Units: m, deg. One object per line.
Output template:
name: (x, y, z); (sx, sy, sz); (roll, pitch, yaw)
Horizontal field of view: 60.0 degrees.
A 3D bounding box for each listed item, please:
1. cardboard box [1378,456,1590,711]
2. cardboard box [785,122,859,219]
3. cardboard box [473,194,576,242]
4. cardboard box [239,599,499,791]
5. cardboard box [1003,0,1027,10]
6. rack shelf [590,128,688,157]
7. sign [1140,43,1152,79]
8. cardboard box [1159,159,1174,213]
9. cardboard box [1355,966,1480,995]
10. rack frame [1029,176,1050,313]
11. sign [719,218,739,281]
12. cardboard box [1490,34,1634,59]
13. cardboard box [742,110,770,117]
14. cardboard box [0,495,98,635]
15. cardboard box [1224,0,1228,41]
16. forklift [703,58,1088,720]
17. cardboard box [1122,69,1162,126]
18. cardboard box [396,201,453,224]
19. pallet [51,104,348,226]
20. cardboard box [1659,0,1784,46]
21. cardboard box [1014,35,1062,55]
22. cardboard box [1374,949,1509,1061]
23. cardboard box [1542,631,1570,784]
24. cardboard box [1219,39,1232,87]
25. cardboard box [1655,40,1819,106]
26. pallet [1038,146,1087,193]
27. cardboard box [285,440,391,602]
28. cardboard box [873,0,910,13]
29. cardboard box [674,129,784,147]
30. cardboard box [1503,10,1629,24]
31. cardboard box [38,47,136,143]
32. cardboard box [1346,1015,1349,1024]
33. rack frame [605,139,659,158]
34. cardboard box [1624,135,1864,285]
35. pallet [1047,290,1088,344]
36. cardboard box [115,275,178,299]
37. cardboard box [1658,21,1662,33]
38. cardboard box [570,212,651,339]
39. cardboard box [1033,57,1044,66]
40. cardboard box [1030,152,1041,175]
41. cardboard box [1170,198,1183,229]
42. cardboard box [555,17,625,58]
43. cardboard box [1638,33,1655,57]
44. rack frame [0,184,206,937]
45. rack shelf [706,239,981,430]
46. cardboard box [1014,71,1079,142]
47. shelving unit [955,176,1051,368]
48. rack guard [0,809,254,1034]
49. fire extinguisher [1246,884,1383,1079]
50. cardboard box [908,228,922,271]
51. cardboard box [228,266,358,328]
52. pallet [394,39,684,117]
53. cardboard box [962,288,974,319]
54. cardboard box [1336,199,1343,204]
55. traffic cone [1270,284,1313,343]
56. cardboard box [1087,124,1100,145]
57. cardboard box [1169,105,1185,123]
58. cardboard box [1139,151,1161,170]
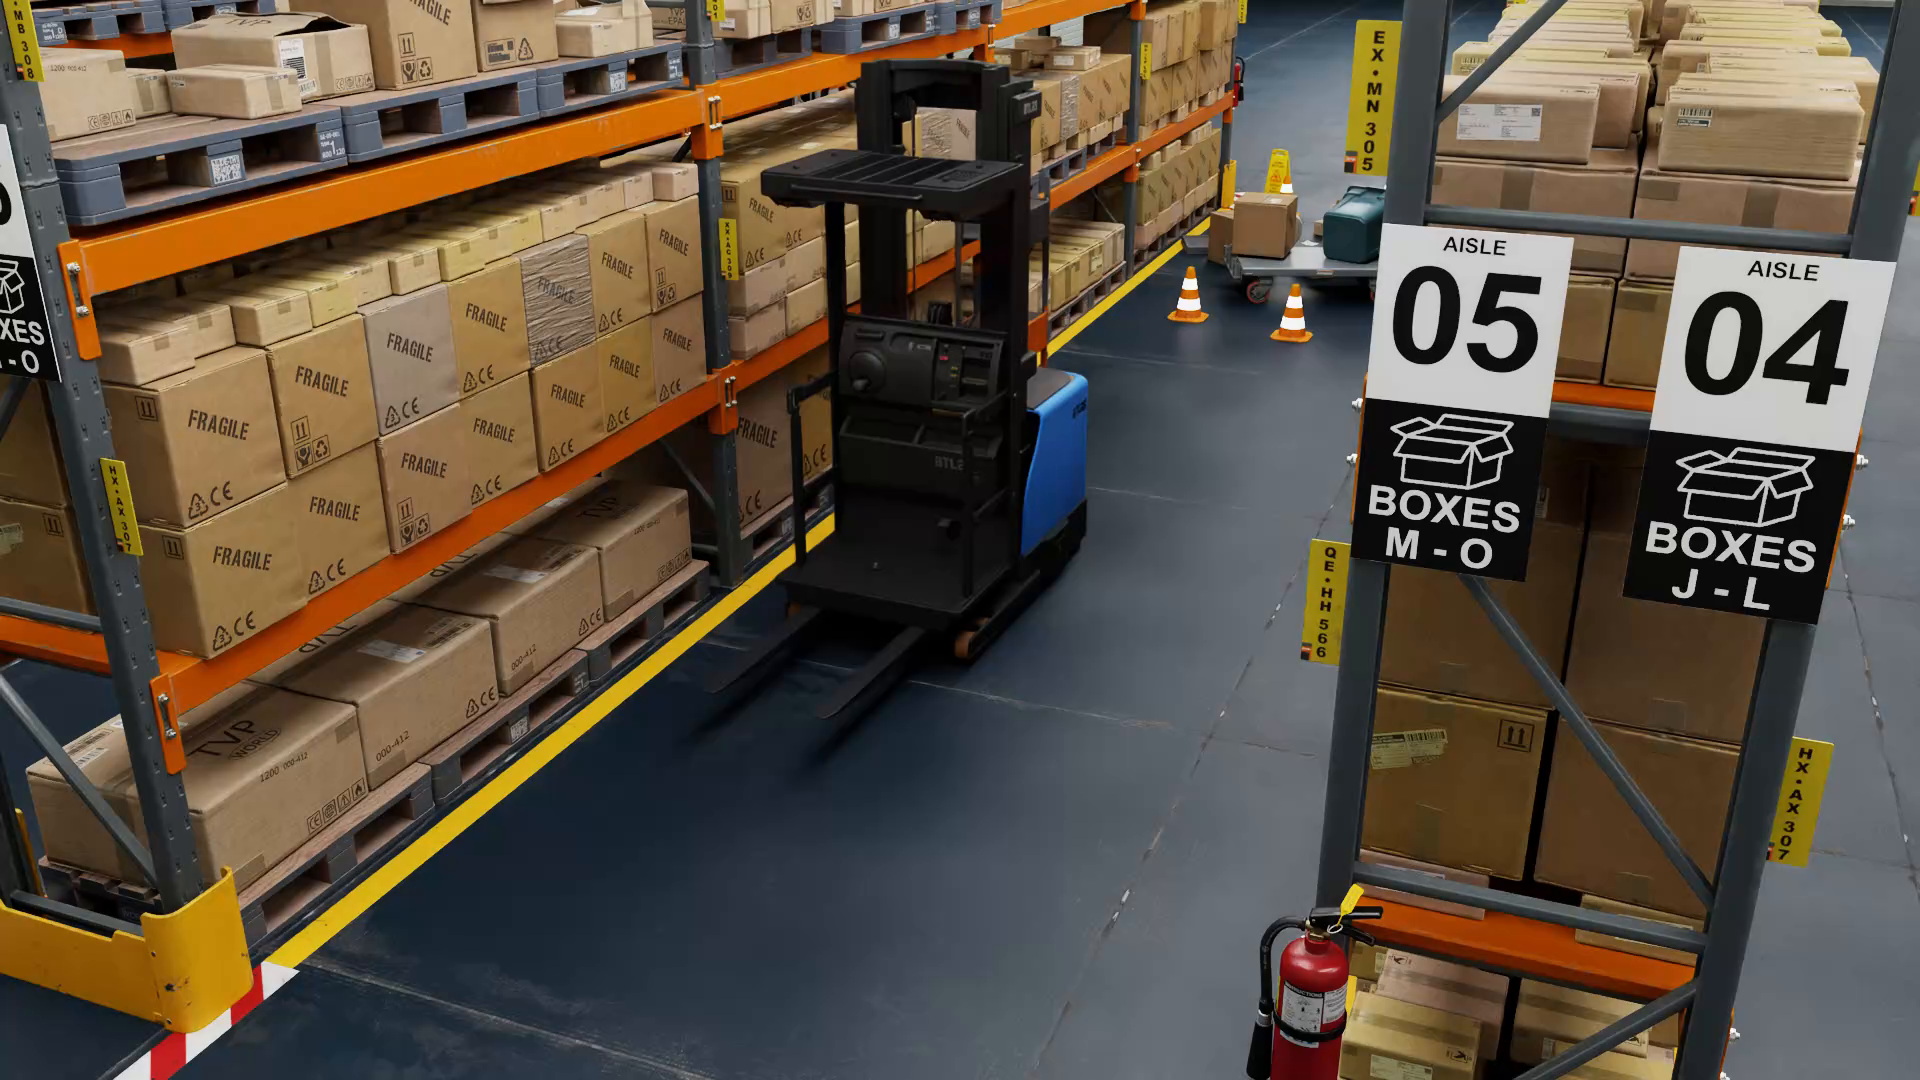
cardboard box: (1.344, 0.077, 4.360); (0.500, 0.500, 0.500); (8, 24, 19)
cardboard box: (-0.774, -2.357, 10.575); (0.500, 0.500, 0.500); (8, 24, 19)
cardboard box: (-1.998, -1.479, 7.630); (0.380, 0.149, 0.250); (9, 24, 20)
cardboard box: (-2.744, 0.658, 7.562); (0.875, 0.438, 0.875); (9, 24, 21)
cardboard box: (0.105, -4.382, 12.827); (0.700, 0.500, 0.500); (9, 24, 20)
rack shelf: (-4.123, -3.707, 16.166); (1.077, 0.370, 4.000); (9, 24, 20)
sign: (1.746, -4.501, 15.633); (0.100, 0.325, 0.005); (9, 24, 20)
cardboard box: (1.887, -3.682, 17.223); (0.500, 0.500, 0.500); (10, 25, 22)
cardboard box: (1.528, 1.490, 5.559); (0.380, 0.149, 0.250); (8, 24, 18)
rack frame: (0.363, -1.260, 10.542); (0.400, 2.100, 0.015); (10, 25, 22)
sign: (-1.226, -1.540, 8.818); (0.100, 0.325, 0.005); (9, 24, 20)
cardboard box: (1.681, -1.327, 4.673); (0.380, 0.149, 0.250); (8, 24, 19)
cardboard box: (-2.627, -5.071, 20.223); (0.500, 0.250, 0.500); (9, 24, 20)
cardboard box: (-3.295, -0.008, 6.247); (0.500, 0.500, 0.500); (9, 24, 20)
cardboard box: (2.533, -5.727, 18.257); (0.700, 0.500, 0.500); (9, 24, 21)
forklift: (-0.300, -0.903, 8.609); (1.130, 2.935, 3.031); (10, 25, 22)
cardboard box: (1.652, -4.346, 16.248); (0.500, 0.500, 0.500); (9, 24, 20)
cardboard box: (-2.528, -1.449, 7.559); (0.380, 0.149, 0.250); (9, 24, 20)
pallet: (-2.962, -1.361, 5.840); (1.003, 0.211, 1.213); (9, 24, 20)
cardboard box: (2.681, -1.822, 5.857); (0.380, 0.149, 0.250); (10, 25, 22)
cardboard box: (0.726, -4.604, 15.478); (0.380, 0.149, 0.250); (9, 24, 20)
cardboard box: (1.513, 1.461, 5.242); (0.380, 0.149, 0.250); (9, 24, 21)
cardboard box: (2.004, 0.422, 4.833); (0.500, 0.500, 0.500); (9, 24, 20)
cardboard box: (2.769, -5.426, 18.834); (0.500, 0.500, 0.500); (8, 24, 19)
cardboard box: (2.106, -1.261, 4.514); (0.380, 0.149, 0.250); (10, 24, 22)
pallet: (0.441, -3.240, 14.363); (1.003, 0.211, 1.213); (9, 24, 20)
cardboard box: (-2.621, -0.113, 6.499); (0.500, 0.500, 0.500); (8, 24, 19)
cardboard box: (-0.642, -3.566, 10.328); (0.500, 0.500, 0.500); (9, 24, 21)
cardboard box: (-1.418, -2.251, 10.319); (0.500, 0.500, 0.500); (10, 24, 22)
cardboard box: (1.940, -1.611, 5.352); (0.380, 0.149, 0.250); (8, 24, 18)
cardboard box: (-3.144, -1.480, 5.529); (0.500, 0.250, 0.500); (7, 24, 15)
cardboard box: (1.409, 1.718, 5.398); (0.380, 0.149, 0.250); (10, 25, 22)
rack frame: (-3.381, -4.755, 17.741); (1.000, 3.000, 0.127); (9, 24, 20)
cardboard box: (1.813, -0.748, 3.802); (0.500, 0.250, 0.500); (9, 24, 21)
pallet: (0.490, -2.042, 14.864); (1.003, 0.211, 1.213); (9, 24, 20)
cardboard box: (-3.191, -0.914, 6.277); (0.380, 0.149, 0.250); (9, 24, 20)
cardboard box: (2.956, -1.854, 6.451); (0.500, 0.250, 0.500); (8, 24, 18)
cardboard box: (-1.857, -1.301, 8.046); (0.500, 0.500, 0.500); (8, 24, 19)
cardboard box: (0.603, -4.116, 15.153); (0.500, 0.500, 0.500); (9, 24, 20)
cardboard box: (0.439, -3.065, 13.476); (0.380, 0.149, 0.250); (9, 24, 20)
cardboard box: (2.082, -3.526, 17.821); (0.500, 0.250, 0.500); (8, 24, 19)
cardboard box: (-1.781, -2.322, 7.676); (0.380, 0.149, 0.250); (9, 24, 21)
cardboard box: (2.300, -1.740, 6.178); (0.500, 0.250, 0.500); (9, 24, 20)
rack frame: (-3.228, 0.249, 5.762); (1.000, 3.000, 0.127); (9, 24, 20)
rack shelf: (-0.999, -1.566, 11.041); (1.077, 0.370, 4.000); (9, 24, 20)
cardboard box: (0.697, -3.675, 14.097); (0.500, 0.500, 0.500); (8, 24, 18)
shelving unit: (0.262, -1.174, 10.337); (0.431, 2.100, 0.503); (10, 25, 22)
rack guard: (-3.237, 1.411, 6.223); (1.175, 0.500, 0.348); (9, 24, 20)
fire extinguisher: (0.883, 1.153, 4.181); (0.296, 0.674, 0.183); (9, 24, 20)
cardboard box: (-0.580, -1.964, 11.254); (0.500, 0.250, 0.500); (9, 24, 20)
cardboard box: (-2.524, -0.923, 6.298); (0.380, 0.149, 0.250); (8, 24, 18)
pallet: (-2.056, -2.234, 7.931); (1.003, 0.211, 1.213); (9, 24, 20)
cardboard box: (-0.037, -1.796, 13.522); (0.950, 0.372, 0.625); (7, 24, 16)
cardboard box: (4.413, -3.334, 17.578); (0.797, 0.503, 0.637); (-7, 24, -17)
traffic cone: (2.889, -1.984, 14.398); (0.336, 0.463, 0.334); (9, 24, 20)
cardboard box: (1.027, -3.619, 14.802); (0.380, 0.149, 0.250); (9, 24, 20)
cardboard box: (2.128, -4.453, 17.344); (0.380, 0.149, 0.250); (9, 24, 20)
cardboard box: (1.801, -3.824, 16.722); (0.380, 0.149, 0.250); (9, 24, 21)
